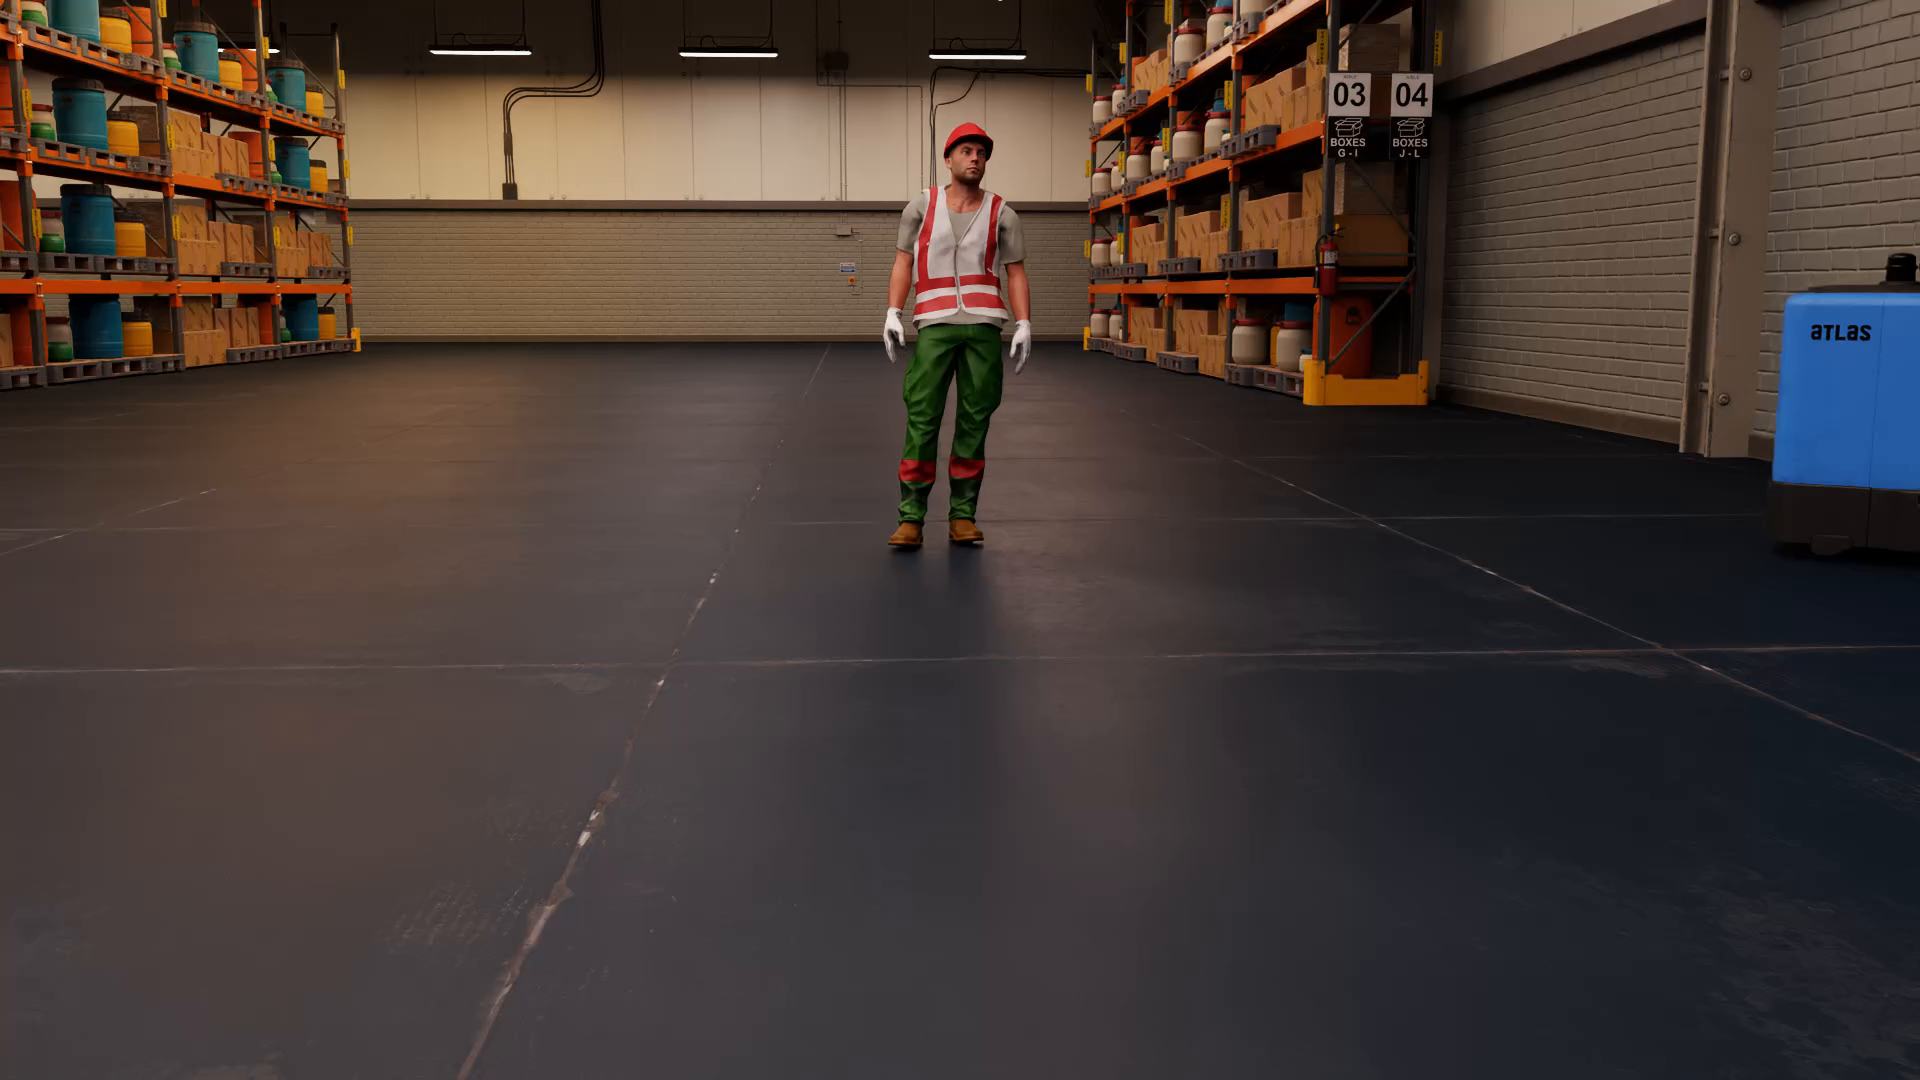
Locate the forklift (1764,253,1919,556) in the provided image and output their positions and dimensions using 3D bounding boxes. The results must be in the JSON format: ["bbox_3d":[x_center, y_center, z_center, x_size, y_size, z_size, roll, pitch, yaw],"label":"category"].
[{"bbox_3d":[4.840,-1.325,6.252,3.031,2.935,1.130,5,10,31],"label":"forklift"}]

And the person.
[{"bbox_3d":[-0.007,-0.881,7.098,0.637,1.787,0.564,-1,8,-4],"label":"person"}]
